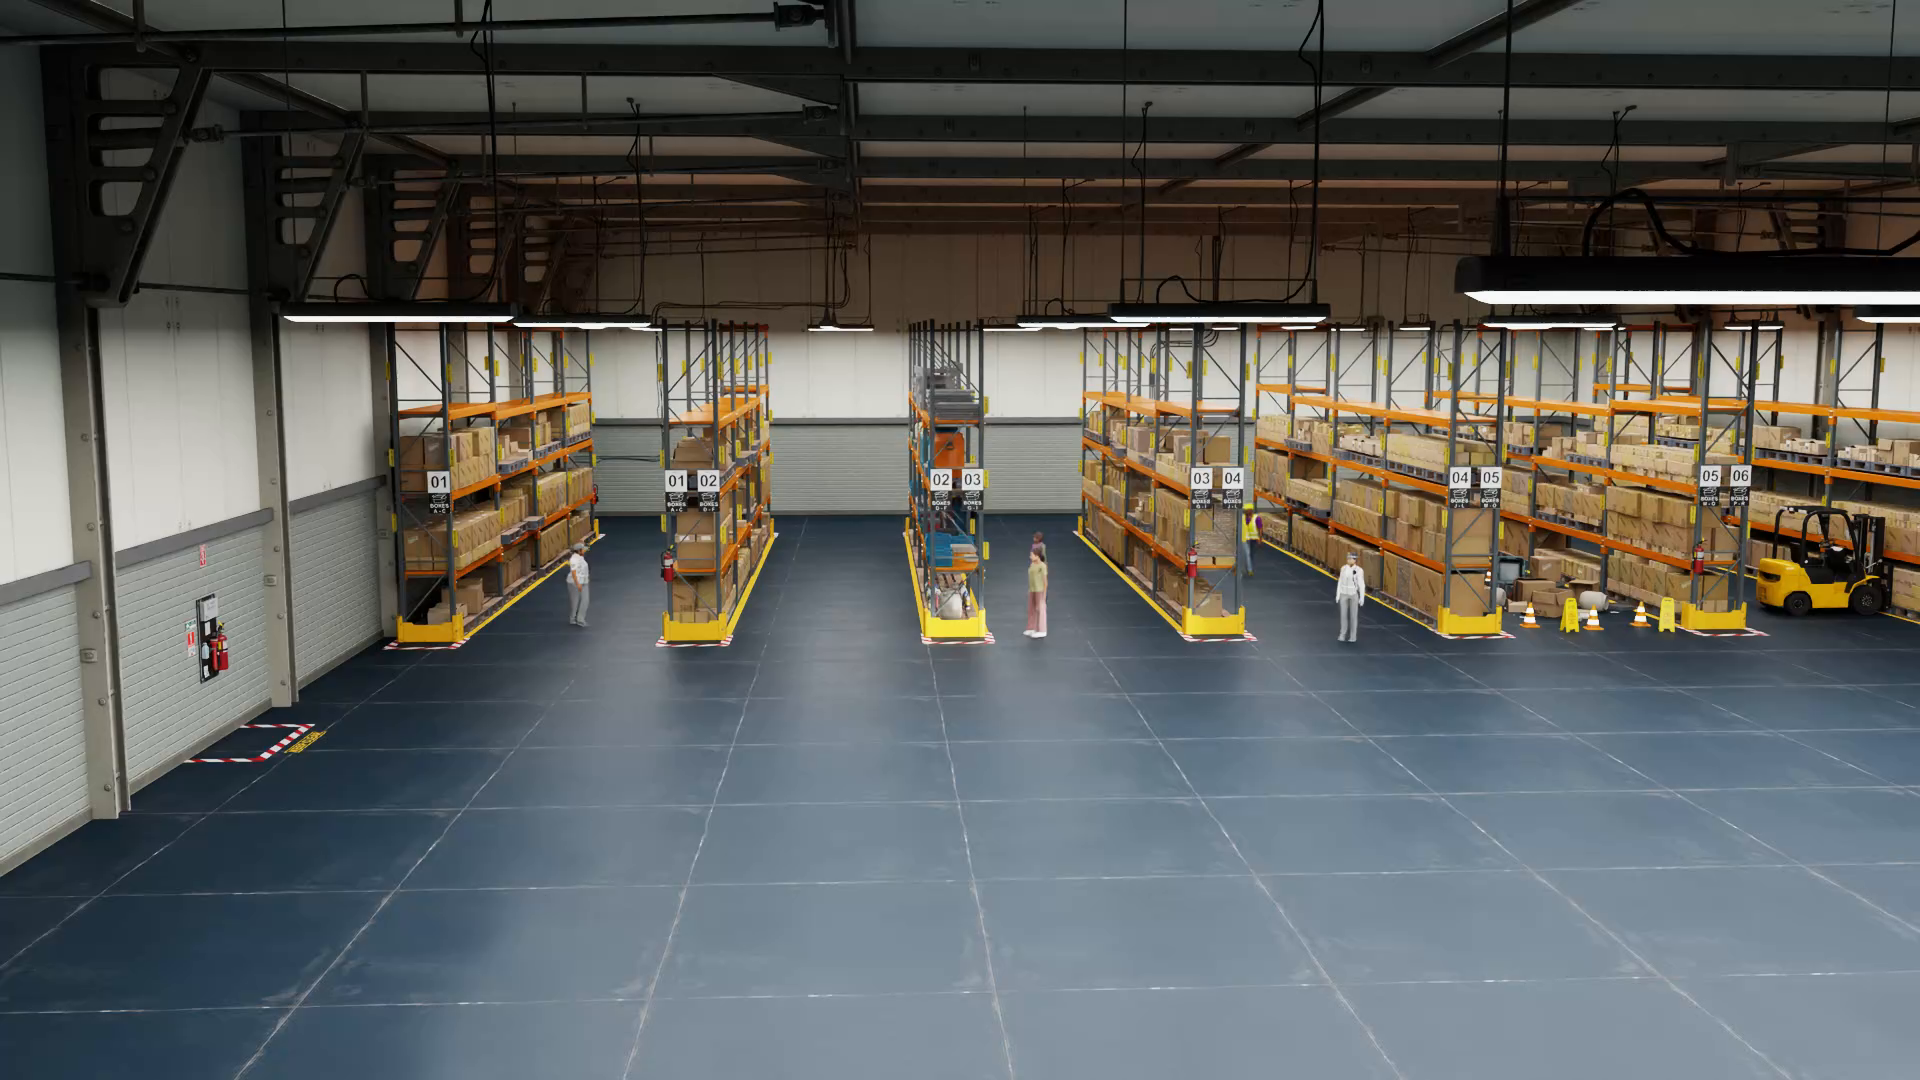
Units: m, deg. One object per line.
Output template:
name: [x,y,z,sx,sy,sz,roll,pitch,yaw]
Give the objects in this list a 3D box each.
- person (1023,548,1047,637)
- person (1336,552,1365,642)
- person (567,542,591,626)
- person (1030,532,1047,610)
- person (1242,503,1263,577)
person: [1.424,0.985,31.612,0.413,1.679,0.475,-5,9,-38]
person: [7.296,1.047,31.086,0.538,1.686,0.349,5,8,33]
person: [-7.533,0.879,32.778,0.631,1.671,0.514,5,8,34]
person: [1.636,0.636,34.836,0.374,1.611,0.518,-4,8,-30]
person: [6.941,-0.020,39.683,0.489,1.722,1.080,-1,7,-7]
